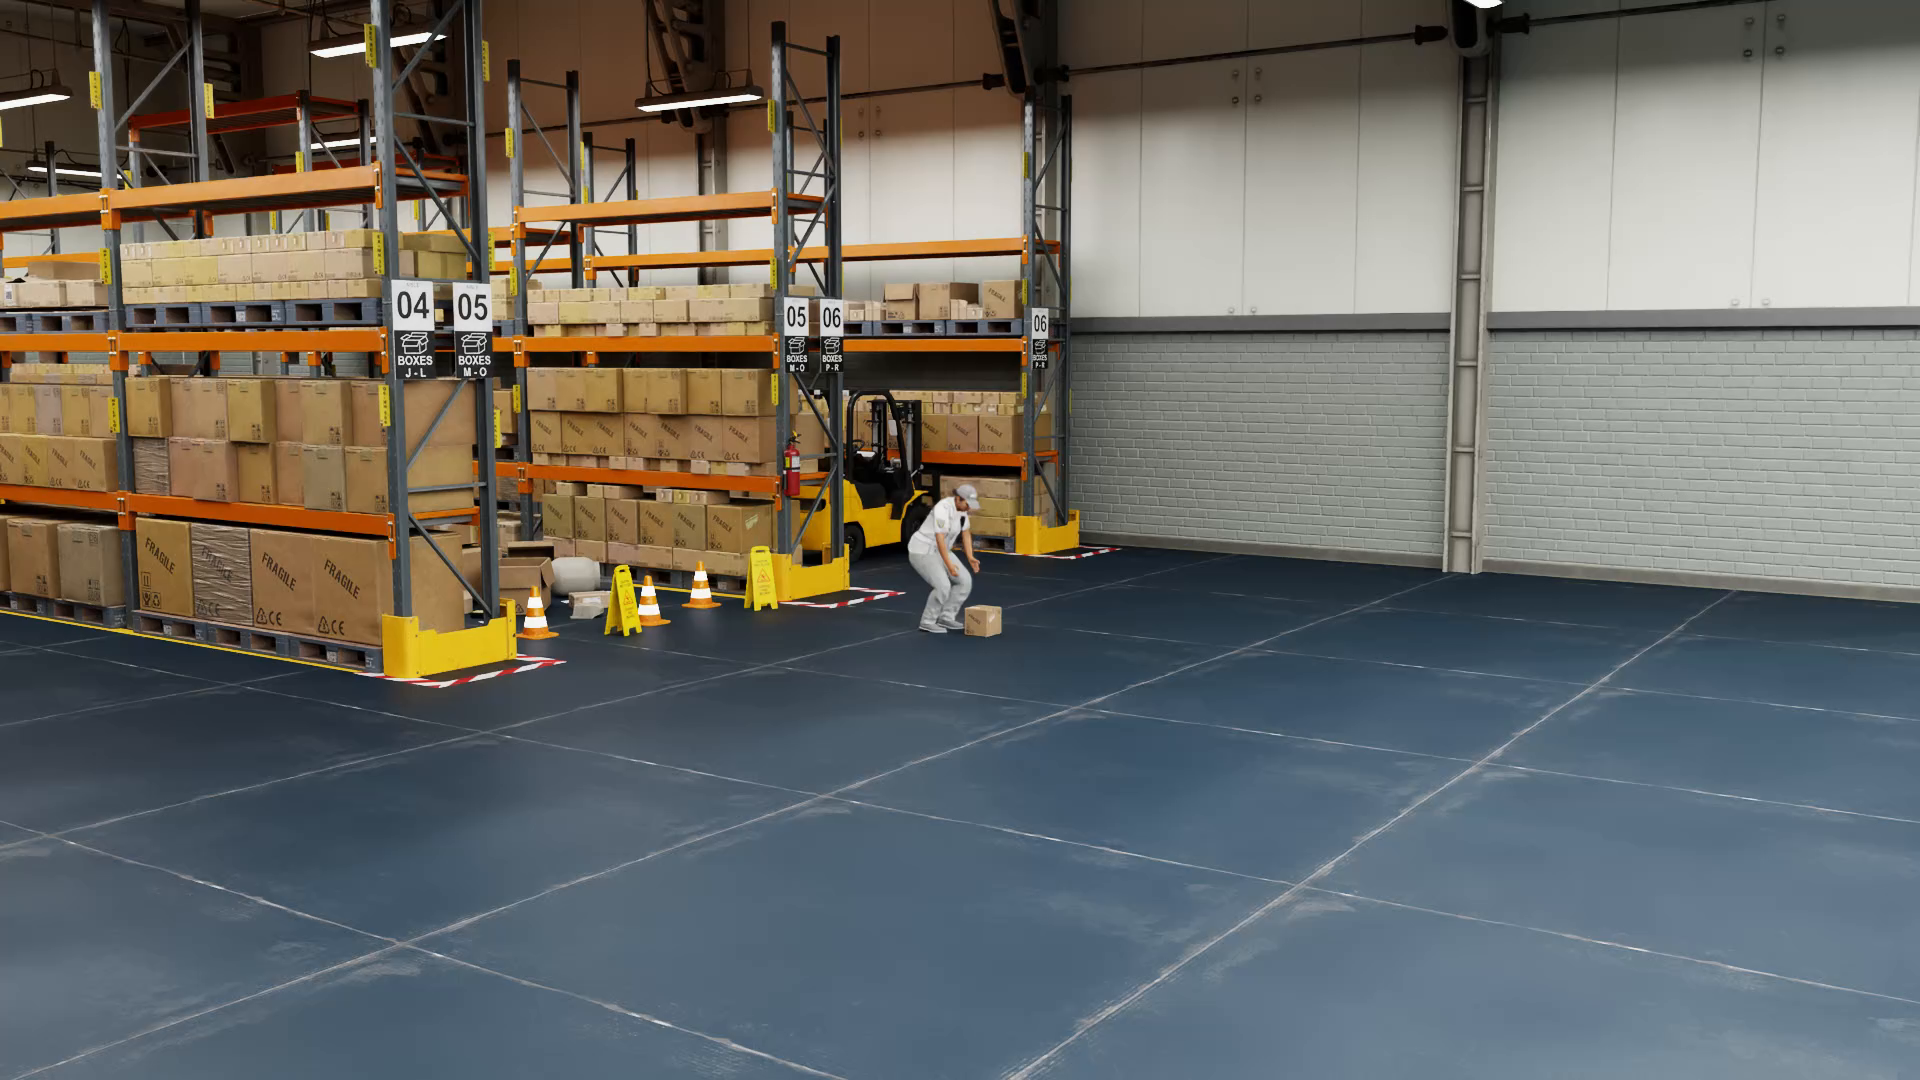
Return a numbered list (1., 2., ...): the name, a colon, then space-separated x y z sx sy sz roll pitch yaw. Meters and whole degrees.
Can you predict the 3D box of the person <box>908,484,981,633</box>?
1. person: -0.125 0.161 15.772 0.710 1.406 0.533 4 8 34
